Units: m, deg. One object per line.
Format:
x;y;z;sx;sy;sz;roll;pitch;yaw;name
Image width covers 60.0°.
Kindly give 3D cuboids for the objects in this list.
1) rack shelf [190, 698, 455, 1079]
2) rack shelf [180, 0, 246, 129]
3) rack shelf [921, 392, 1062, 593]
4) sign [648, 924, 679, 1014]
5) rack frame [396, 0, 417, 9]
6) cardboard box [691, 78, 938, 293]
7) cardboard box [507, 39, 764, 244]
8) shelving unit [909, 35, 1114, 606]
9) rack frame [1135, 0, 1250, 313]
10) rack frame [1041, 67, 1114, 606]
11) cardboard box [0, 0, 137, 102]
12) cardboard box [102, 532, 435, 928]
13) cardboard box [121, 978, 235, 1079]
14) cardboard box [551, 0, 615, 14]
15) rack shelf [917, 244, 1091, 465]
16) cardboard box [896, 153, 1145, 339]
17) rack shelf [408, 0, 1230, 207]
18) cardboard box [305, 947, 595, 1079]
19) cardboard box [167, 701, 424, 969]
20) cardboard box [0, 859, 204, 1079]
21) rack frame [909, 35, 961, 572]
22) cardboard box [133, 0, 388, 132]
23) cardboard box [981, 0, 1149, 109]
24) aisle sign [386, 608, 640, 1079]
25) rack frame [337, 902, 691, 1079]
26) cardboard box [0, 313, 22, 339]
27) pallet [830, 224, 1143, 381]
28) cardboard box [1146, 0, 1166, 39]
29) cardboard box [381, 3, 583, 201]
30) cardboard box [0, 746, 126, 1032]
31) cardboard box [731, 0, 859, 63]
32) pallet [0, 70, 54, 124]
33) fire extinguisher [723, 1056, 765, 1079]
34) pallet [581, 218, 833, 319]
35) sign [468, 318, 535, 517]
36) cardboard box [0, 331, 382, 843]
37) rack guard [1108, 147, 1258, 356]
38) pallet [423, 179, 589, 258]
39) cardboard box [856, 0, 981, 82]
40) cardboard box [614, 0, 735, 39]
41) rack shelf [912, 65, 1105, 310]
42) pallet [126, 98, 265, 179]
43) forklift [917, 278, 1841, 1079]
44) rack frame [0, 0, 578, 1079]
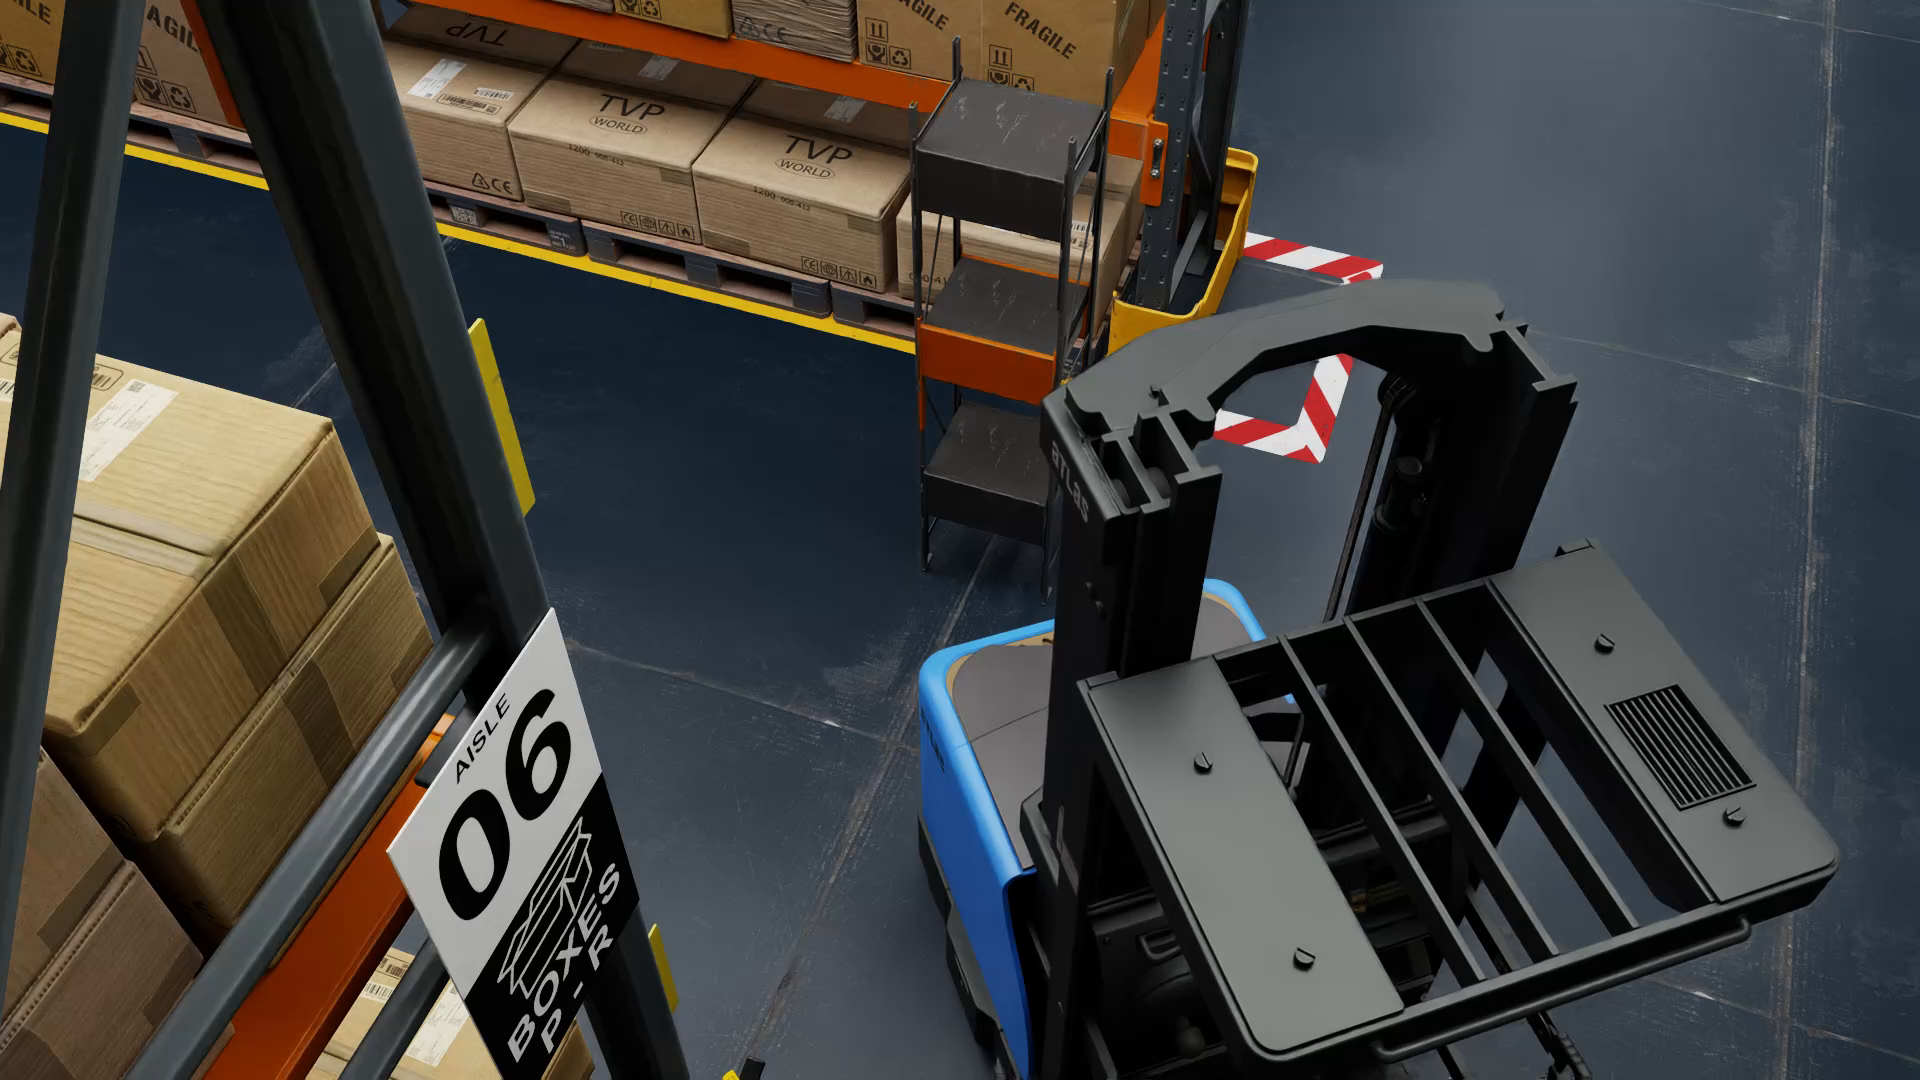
-2.652;0.259;2.798;4.000;0.370;1.077;16;51;13;rack shelf
-2.652;-0.722;1.665;4.000;0.370;1.077;16;51;13;rack shelf
0.155;-0.177;6.224;0.480;0.518;0.431;16;51;13;rack shelf
-0.588;0.861;3.212;0.005;0.325;0.100;16;51;13;sign
-2.811;-3.038;7.164;0.127;3.000;1.000;16;51;13;rack frame
-0.574;-1.624;7.356;0.875;0.438;0.875;17;51;14;cardboard box
-1.420;-1.861;7.562;0.875;0.438;0.875;14;51;12;cardboard box
0.155;-0.644;5.685;0.503;2.100;0.431;16;51;13;shelving unit
0.941;-1.990;6.256;0.127;3.000;1.000;16;51;13;rack frame
0.384;-0.580;5.630;0.015;2.100;0.400;16;51;13;rack frame
-4.271;-2.816;8.100;0.875;0.875;0.875;17;51;14;cardboard box
-1.097;0.189;2.285;0.500;0.250;0.500;15;51;13;cardboard box
-1.156;0.709;2.097;0.250;0.149;0.380;17;51;14;cardboard box
-1.527;-2.492;6.625;0.500;0.500;0.500;16;51;13;cardboard box
0.155;-0.635;5.695;0.480;0.518;0.431;16;51;13;rack shelf
0.287;-1.390;7.154;0.875;0.438;0.875;14;51;12;cardboard box
-0.935;-2.278;6.982;4.000;0.370;1.077;16;51;13;rack shelf
-1.108;1.171;3.418;0.500;0.250;0.500;16;51;13;cardboard box
-0.994;0.381;2.382;0.250;0.149;0.380;17;51;14;cardboard box
-1.287;0.575;1.950;0.500;0.250;0.500;15;51;12;cardboard box
-0.074;-0.708;5.740;0.015;2.100;0.400;16;51;13;rack frame
-3.421;-2.585;7.899;0.875;0.875;0.875;17;51;14;cardboard box
0.397;-1.962;6.165;0.500;0.500;0.500;16;51;13;cardboard box
-0.610;0.488;2.388;0.004;0.787;0.394;16;51;13;aisle sign
-0.776;1.529;3.205;0.127;3.000;1.000;16;51;13;rack frame
-1.576;-0.106;2.209;0.500;0.250;0.500;15;51;13;cardboard box
0.164;-1.231;7.443;1.213;0.211;1.003;16;51;13;pallet
0.590;-2.352;6.503;0.500;0.500;0.500;15;51;13;cardboard box
-2.260;-2.095;7.765;0.875;0.438;0.875;15;51;13;cardboard box
-1.289;0.416;1.757;0.500;0.250;0.500;14;51;12;cardboard box
-0.555;-2.231;6.399;0.500;0.500;0.500;17;51;14;cardboard box
-4.710;-2.591;8.622;1.213;0.211;1.003;16;51;13;pallet
-0.478;1.388;3.626;0.183;0.674;0.296;16;51;13;fire extinguisher
-0.977;-1.551;7.721;1.213;0.211;1.003;16;51;13;pallet
-0.588;-0.124;2.075;0.005;0.325;0.100;16;51;13;sign
-1.105;0.041;2.082;0.500;0.250;0.500;15;51;13;cardboard box
0.963;-1.165;7.195;0.348;0.500;1.175;16;51;13;rack guard
-2.125;-1.870;7.997;1.213;0.211;1.003;16;51;13;pallet
-0.069;-2.104;6.288;0.500;0.500;0.500;15;51;12;cardboard box
-1.044;-2.357;6.508;0.500;0.500;0.500;17;51;14;cardboard box
0.155;-1.094;5.166;0.480;0.518;0.431;16;51;13;rack shelf
-3.561;-2.273;8.346;1.213;0.211;1.003;16;51;13;pallet
0.820;1.015;3.697;1.130;2.935;3.031;-14;51;-12;forklift
-0.776;-0.435;0.938;0.127;3.000;1.000;16;51;13;rack frame
